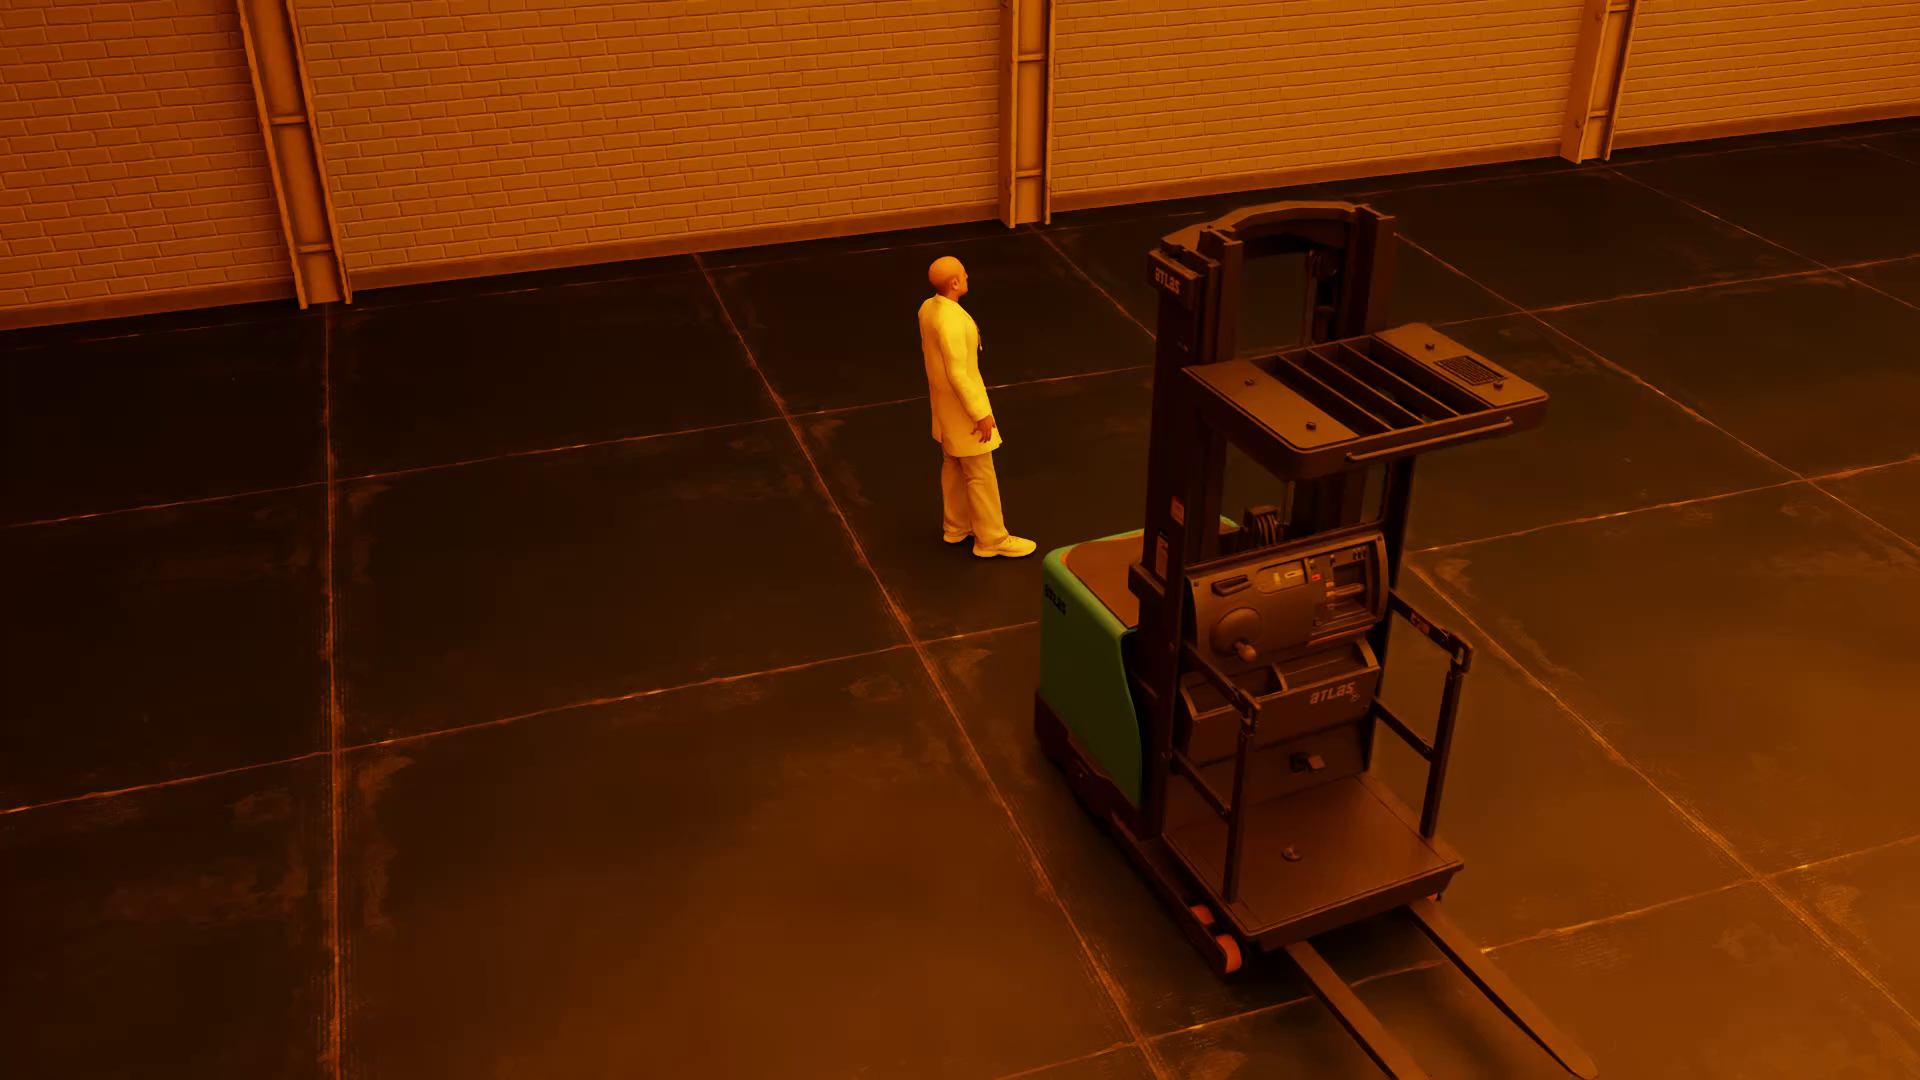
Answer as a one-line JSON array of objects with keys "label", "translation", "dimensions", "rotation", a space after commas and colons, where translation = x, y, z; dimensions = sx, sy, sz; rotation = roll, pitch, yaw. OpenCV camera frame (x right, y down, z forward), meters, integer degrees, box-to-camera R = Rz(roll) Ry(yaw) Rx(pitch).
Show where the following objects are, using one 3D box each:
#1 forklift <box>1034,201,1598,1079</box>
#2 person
[{"label": "forklift", "translation": [1.435, 0.282, 6.597], "dimensions": [1.130, 2.935, 3.031], "rotation": [-13, 32, -21]}, {"label": "person", "translation": [0.087, -0.789, 9.600], "dimensions": [0.581, 1.776, 0.696], "rotation": [-10, 31, -16]}]
